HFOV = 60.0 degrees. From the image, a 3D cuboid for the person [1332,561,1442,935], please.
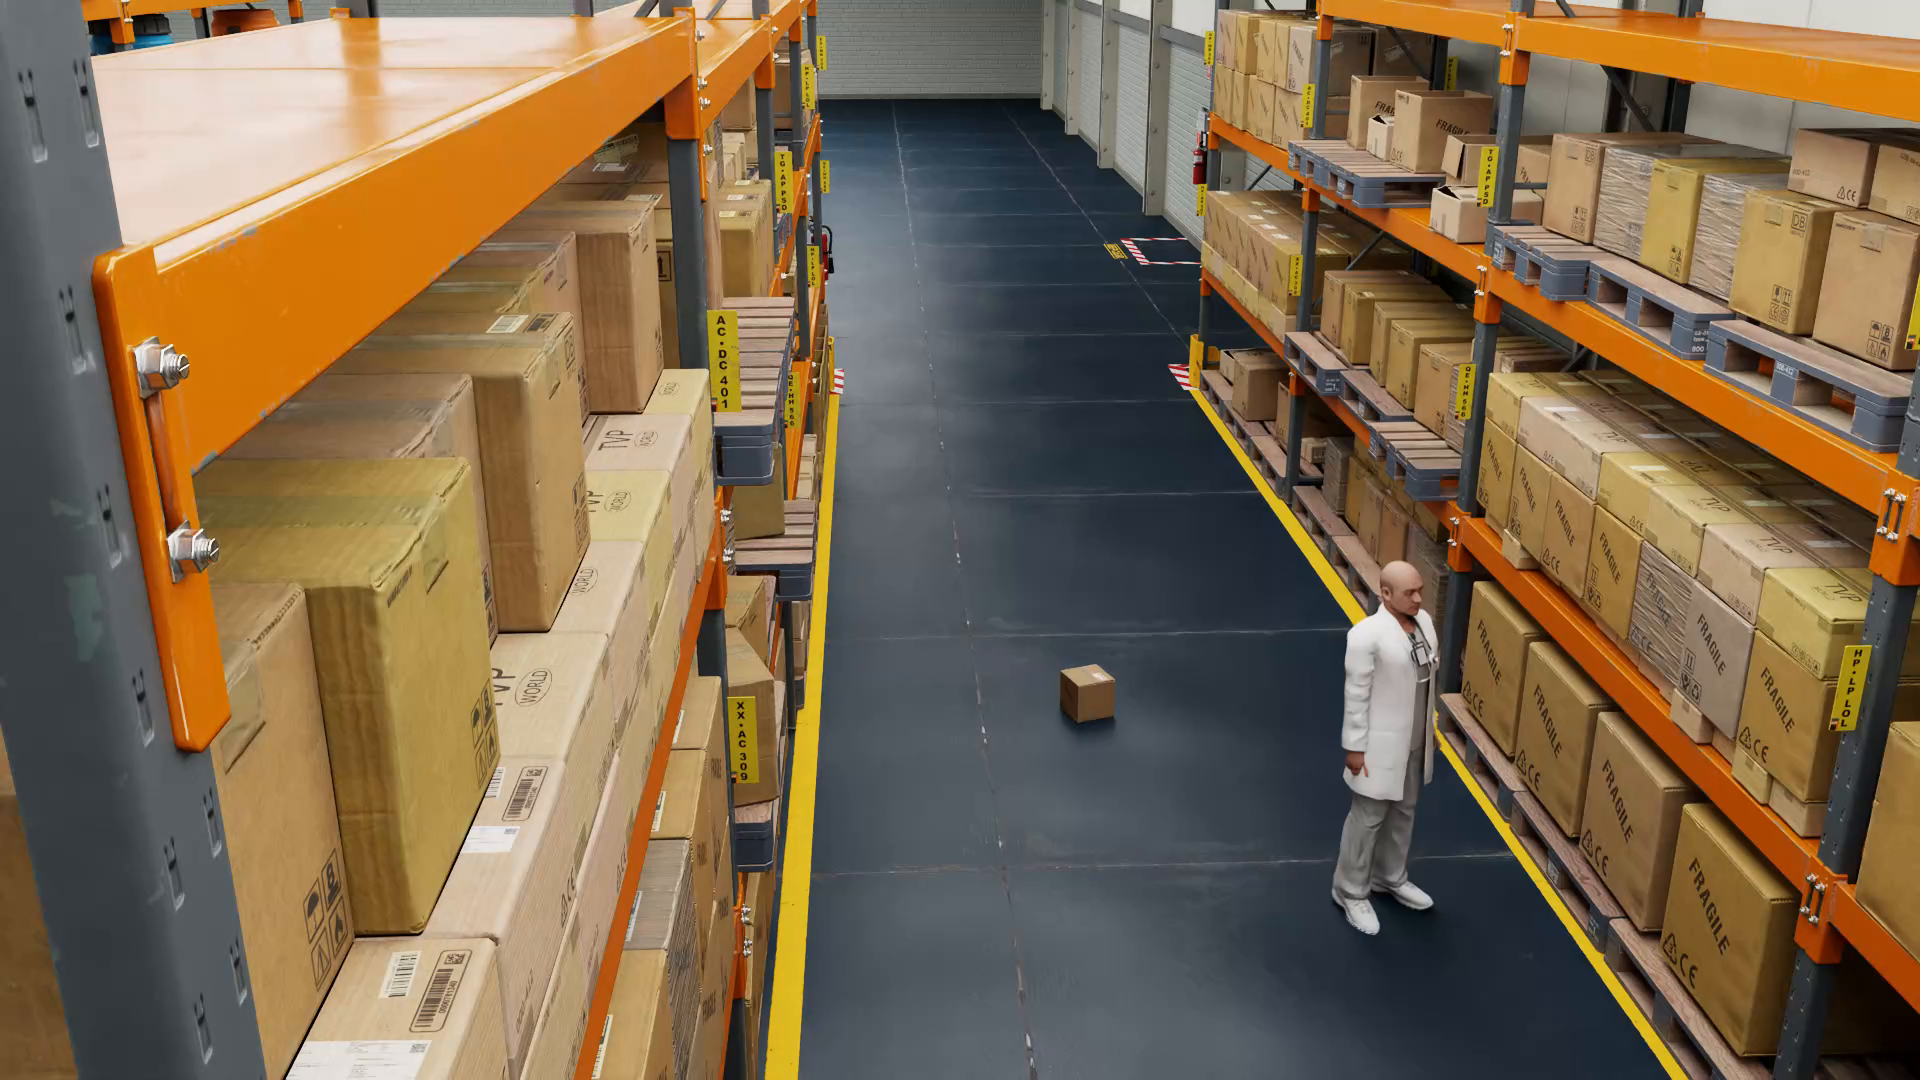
[{"bbox_3d":[2.092,0.974,7.948,0.582,1.808,0.400,-15,25,-35],"label":"person"}]
